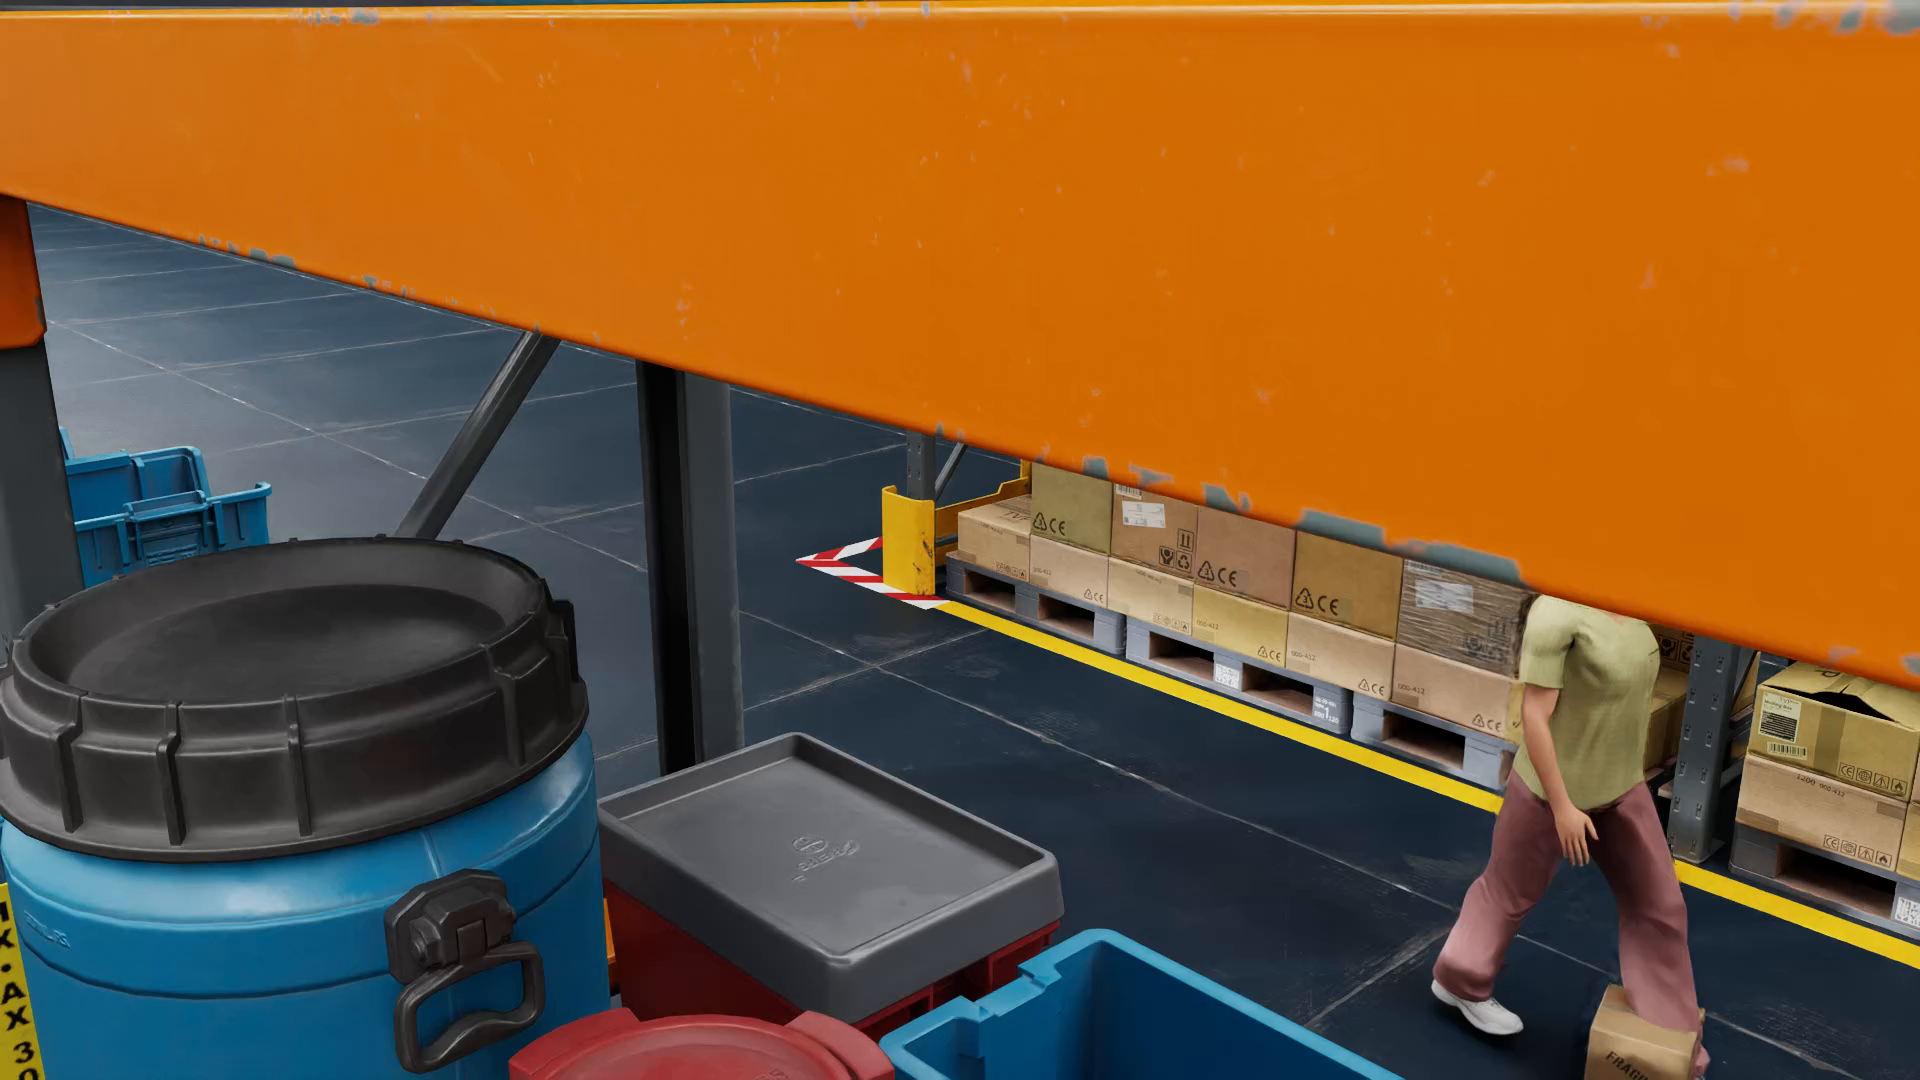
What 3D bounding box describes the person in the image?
[{"bbox_3d":[1.674,0.683,4.376,0.477,1.672,0.865,-10,20,-30],"label":"person"}]
